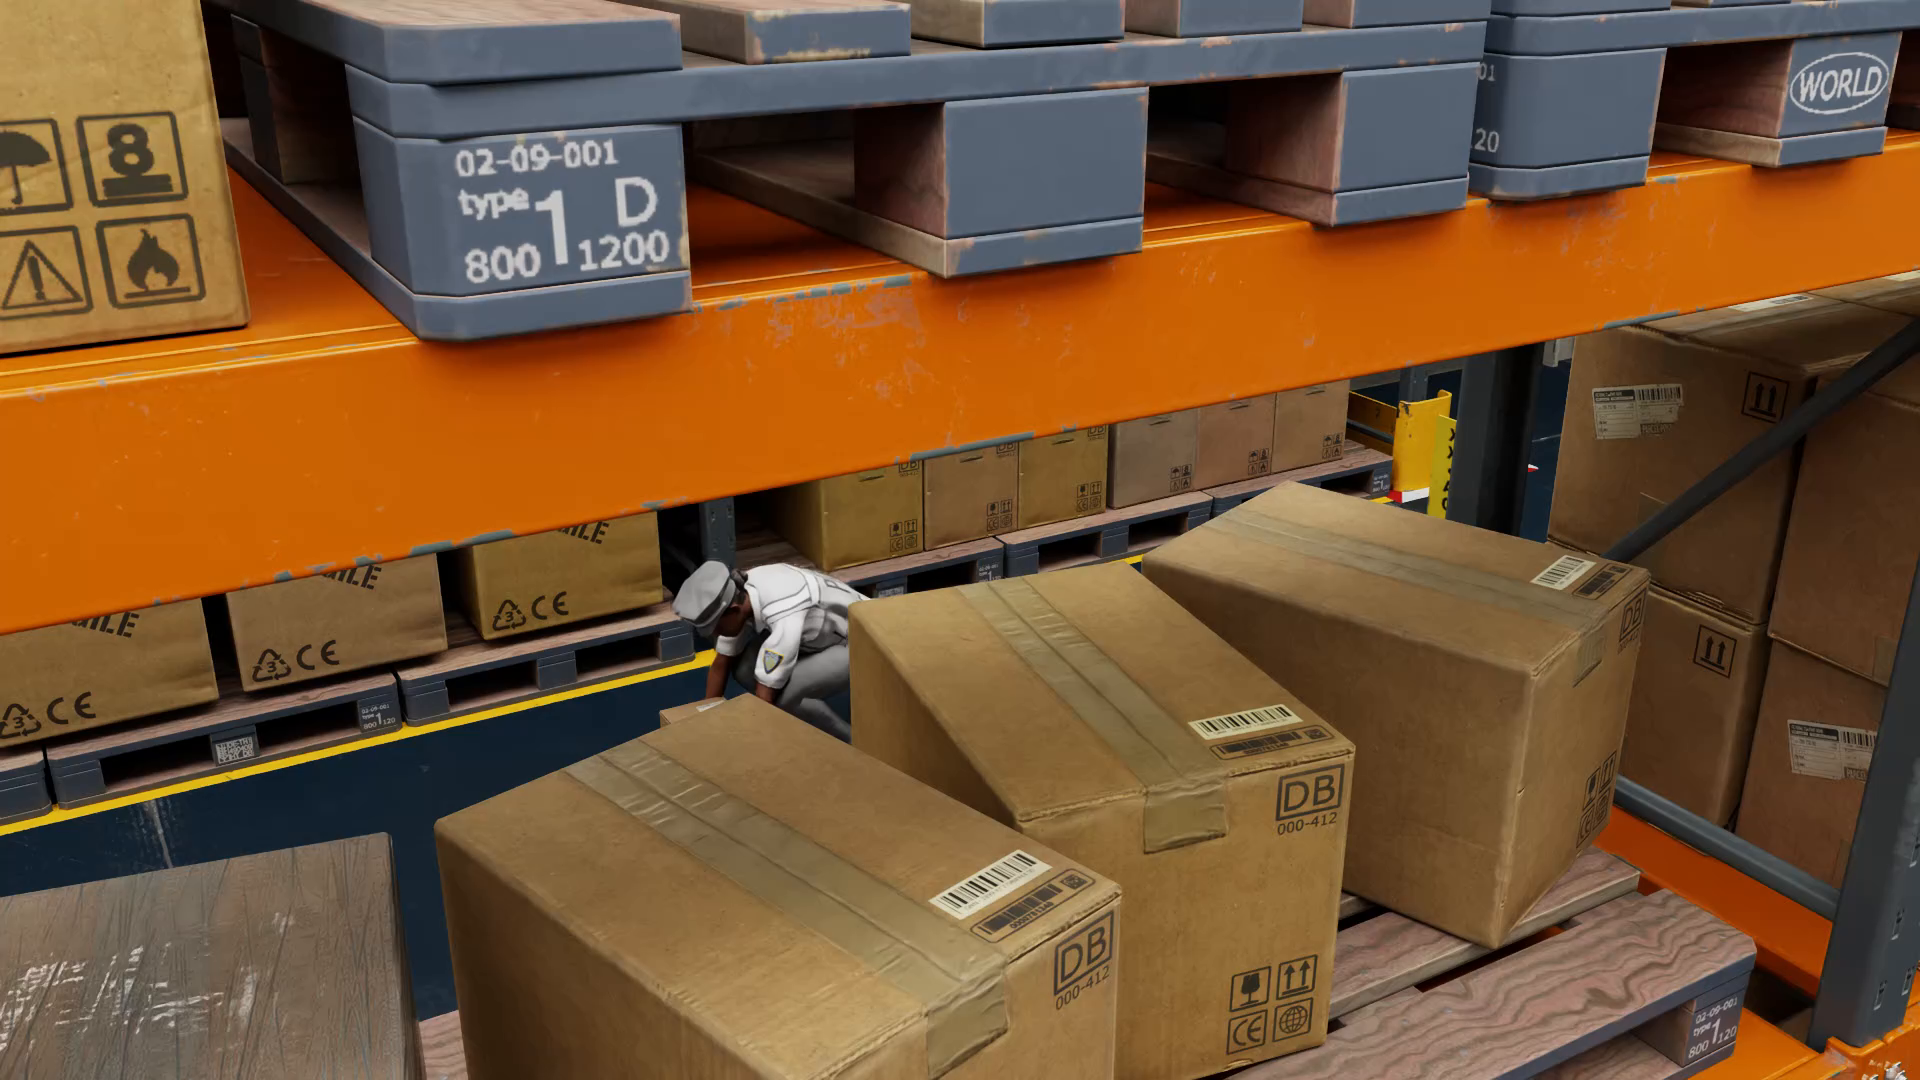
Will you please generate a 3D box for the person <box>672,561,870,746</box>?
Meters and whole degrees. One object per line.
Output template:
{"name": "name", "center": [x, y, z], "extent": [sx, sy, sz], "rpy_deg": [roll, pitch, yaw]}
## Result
{"name": "person", "center": [-0.643, 0.422, 6.122], "extent": [0.865, 0.866, 0.471], "rpy_deg": [-12, 25, -28]}
